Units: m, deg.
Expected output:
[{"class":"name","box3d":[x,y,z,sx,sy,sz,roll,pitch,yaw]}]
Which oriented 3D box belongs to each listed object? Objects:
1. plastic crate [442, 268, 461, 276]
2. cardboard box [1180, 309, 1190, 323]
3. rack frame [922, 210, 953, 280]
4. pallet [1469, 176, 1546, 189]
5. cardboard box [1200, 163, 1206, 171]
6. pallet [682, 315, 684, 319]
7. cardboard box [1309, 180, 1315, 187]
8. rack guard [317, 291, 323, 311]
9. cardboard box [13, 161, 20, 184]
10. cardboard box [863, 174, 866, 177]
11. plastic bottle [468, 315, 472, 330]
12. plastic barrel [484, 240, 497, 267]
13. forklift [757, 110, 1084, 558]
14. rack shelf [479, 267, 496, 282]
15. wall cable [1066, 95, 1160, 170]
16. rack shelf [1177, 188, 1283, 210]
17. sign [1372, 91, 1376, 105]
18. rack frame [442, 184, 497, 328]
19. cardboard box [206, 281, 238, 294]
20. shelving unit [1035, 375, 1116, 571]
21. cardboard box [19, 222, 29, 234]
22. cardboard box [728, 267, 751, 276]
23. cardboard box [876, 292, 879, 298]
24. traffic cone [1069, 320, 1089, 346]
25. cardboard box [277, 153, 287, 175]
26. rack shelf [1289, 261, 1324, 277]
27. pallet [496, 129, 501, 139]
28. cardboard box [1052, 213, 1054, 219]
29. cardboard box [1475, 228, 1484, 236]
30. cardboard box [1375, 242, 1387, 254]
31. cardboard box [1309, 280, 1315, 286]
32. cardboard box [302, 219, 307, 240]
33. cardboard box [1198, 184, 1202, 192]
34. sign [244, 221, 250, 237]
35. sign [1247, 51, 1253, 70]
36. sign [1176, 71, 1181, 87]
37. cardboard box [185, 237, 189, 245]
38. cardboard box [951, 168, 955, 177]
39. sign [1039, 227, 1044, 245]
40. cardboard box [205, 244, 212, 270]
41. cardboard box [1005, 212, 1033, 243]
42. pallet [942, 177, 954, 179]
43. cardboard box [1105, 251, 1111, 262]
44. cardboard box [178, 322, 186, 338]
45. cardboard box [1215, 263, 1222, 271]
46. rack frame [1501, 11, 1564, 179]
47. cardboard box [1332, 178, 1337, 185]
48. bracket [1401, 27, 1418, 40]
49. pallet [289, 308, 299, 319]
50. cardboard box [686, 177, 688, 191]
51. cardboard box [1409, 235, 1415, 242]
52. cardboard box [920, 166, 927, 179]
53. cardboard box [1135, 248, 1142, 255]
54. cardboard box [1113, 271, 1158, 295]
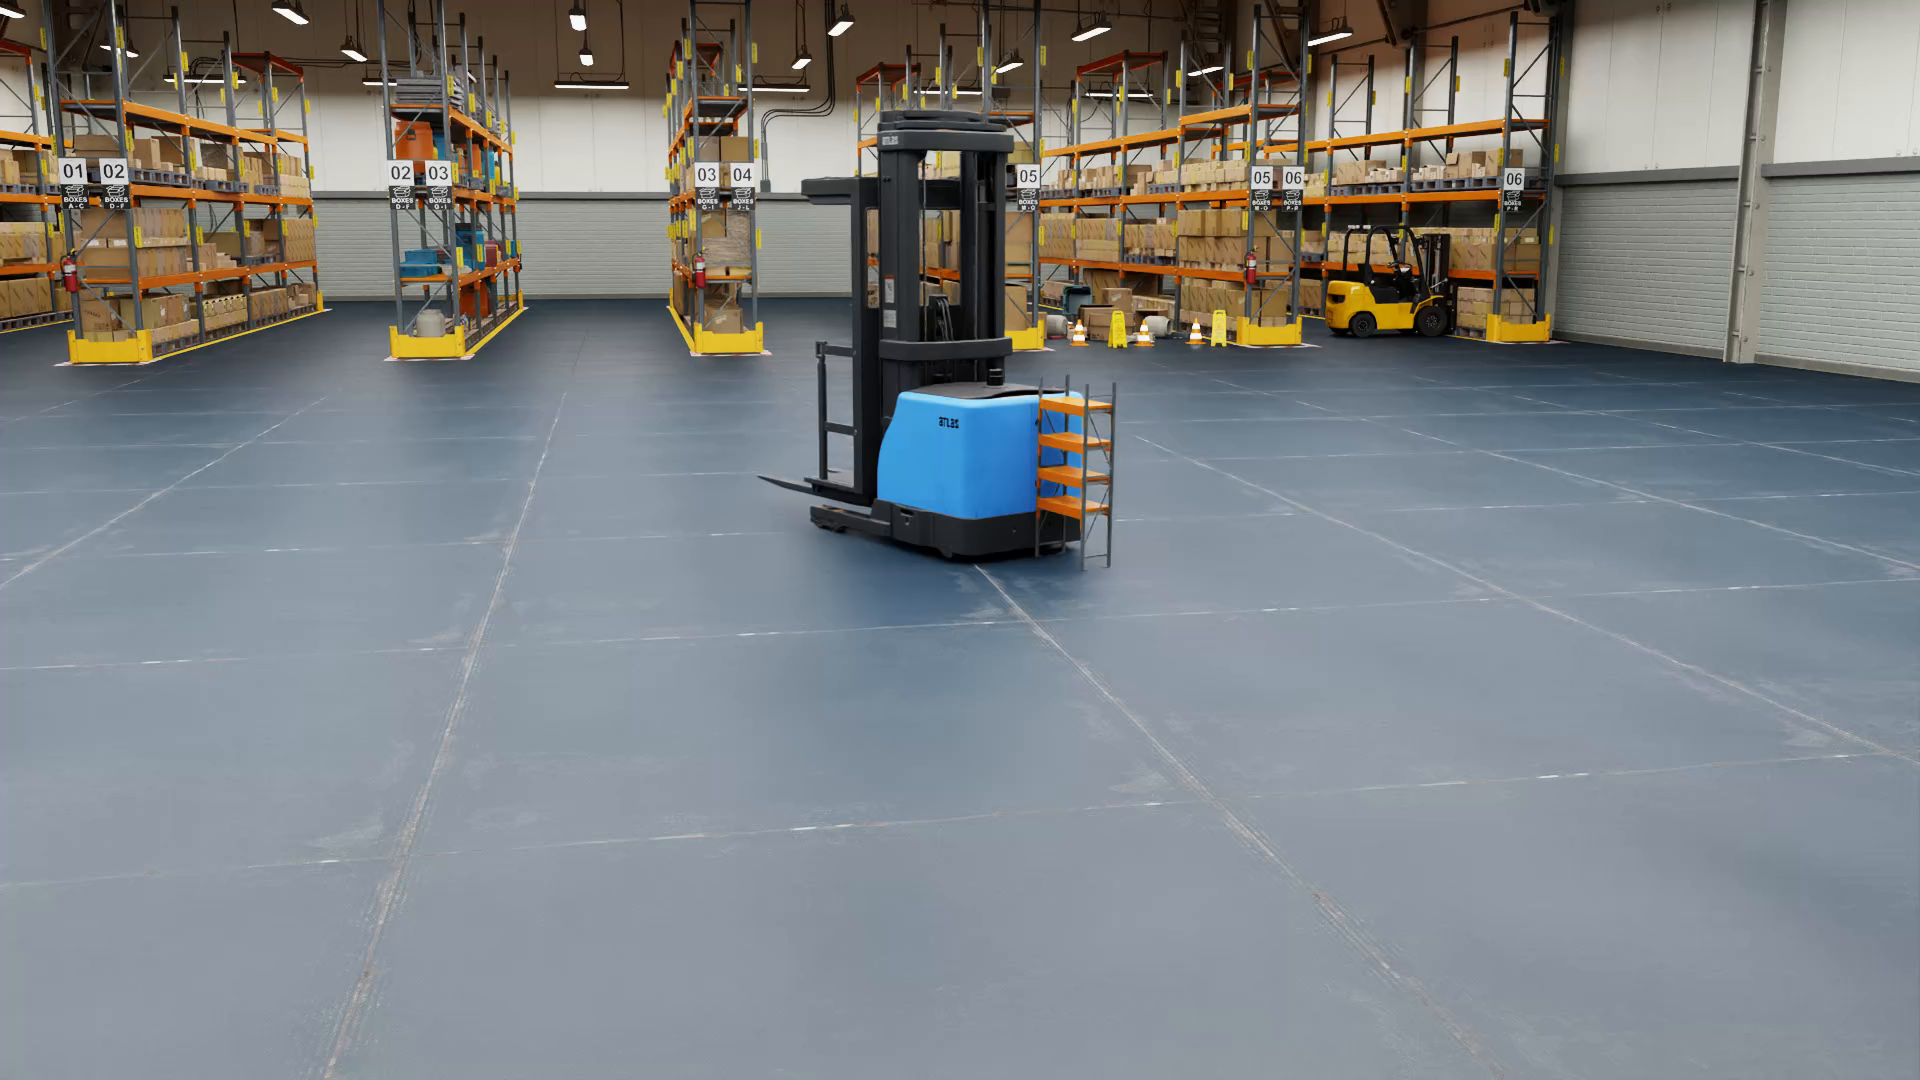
[{"class":"plastic crate","box3d":[-8.713,-4.593,28.511,0.298,0.136,0.250,-2,11,-11]},{"class":"cardboard box","box3d":[4.797,-4.558,33.854,0.500,0.250,0.500,-3,11,-14]},{"class":"rack frame","box3d":[-0.667,-6.356,37.068,1.000,3.000,0.127,-2,11,-11]},{"class":"pallet","box3d":[10.481,-6.829,31.768,1.003,0.211,1.213,-2,11,-11]},{"class":"cardboard box","box3d":[4.933,-7.305,32.570,0.380,0.149,0.250,-2,11,-13]},{"class":"pallet","box3d":[-6.106,-5.419,39.604,1.003,0.211,1.213,-2,11,-11]},{"class":"cardboard box","box3d":[8.584,-8.529,39.798,0.380,0.149,0.250,-2,11,-11]},{"class":"rack guard","box3d":[-16.811,-6.060,42.198,1.175,0.500,0.348,-2,11,-11]},{"class":"cardboard box","box3d":[-20.843,-7.961,36.033,0.700,0.500,0.500,-3,11,-14]},{"class":"cardboard box","box3d":[-2.323,-9.452,43.312,0.380,0.149,0.250,-2,11,-10]},{"class":"plastic bottle","box3d":[-9.215,-4.086,31.229,0.061,0.283,0.133,-2,11,-8]},{"class":"plastic barrel","box3d":[-10.023,-6.007,34.869,0.600,0.536,0.708,-2,11,-11]},{"class":"forklift","box3d":[-0.438,-1.546,11.978,1.130,2.935,3.031,-8,13,-36]},{"class":"rack shelf","box3d":[-10.021,-5.294,33.411,1.077,0.370,4.000,-2,11,-11]},{"class":"wall cable","box3d":[4.709,-12.142,51.320,2.988,3.039,0.133,-2,11,-11]},{"class":"rack shelf","box3d":[5.336,-6.574,32.116,1.077,0.370,4.000,-2,11,-11]},{"class":"sign","box3d":[9.581,-10.240,38.510,0.100,0.325,0.005,-2,11,-11]},{"class":"rack frame","box3d":[-10.410,-6.014,35.271,1.000,3.000,0.127,-2,11,-11]},{"class":"cardboard box","box3d":[-15.697,-5.364,35.361,0.500,0.250,0.500,-2,11,-9]},{"class":"shelving unit","box3d":[0.744,-0.444,10.789,0.258,1.200,0.503,-7,14,-33]},{"class":"cardboard box","box3d":[-20.375,-6.697,35.737,0.500,0.250,0.500,-2,11,-10]},{"class":"cardboard box","box3d":[-3.817,-4.664,28.853,0.380,0.149,0.250,-2,11,-11]},{"class":"cardboard box","box3d":[-1.883,-6.137,41.623,0.380,0.149,0.250,-3,11,-14]},{"class":"traffic cone","box3d":[2.179,-3.792,30.379,0.336,0.463,0.334,-2,11,-11]},{"class":"cardboard box","box3d":[-16.138,-8.767,38.770,0.700,0.500,0.500,-2,11,-11]},{"class":"rack shelf","box3d":[8.648,-6.749,41.058,1.077,0.370,4.000,-2,11,-11]},{"class":"pallet","box3d":[-10.997,-9.255,37.828,1.003,0.211,1.213,-2,11,-11]},{"class":"cardboard box","box3d":[2.648,-8.567,44.009,0.380,0.149,0.250,-2,11,-10]},{"class":"cardboard box","box3d":[10.161,-5.932,32.040,0.380,0.149,0.250,-2,11,-10]},{"class":"cardboard box","box3d":[9.362,-6.349,36.095,0.500,0.250,0.500,-2,11,-12]},{"class":"cardboard box","box3d":[8.609,-6.163,39.882,0.380,0.149,0.250,-3,11,-14]},{"class":"cardboard box","box3d":[-16.265,-7.583,40.573,0.500,0.500,0.500,-2,11,-9]},{"class":"cardboard box","box3d":[4.929,-6.966,32.923,0.380,0.149,0.250,-2,11,-9]},{"class":"sign","box3d":[-14.726,-6.424,34.330,0.100,0.325,0.005,-2,11,-11]},{"class":"sign","box3d":[5.177,-8.555,29.653,0.100,0.325,0.005,-2,11,-11]},{"class":"sign","box3d":[4.404,-9.283,33.482,0.100,0.325,0.005,-2,11,-11]},{"class":"cardboard box","box3d":[-14.229,-5.427,30.183,0.380,0.149,0.250,-2,11,-11]},{"class":"cardboard box","box3d":[0.048,-6.962,31.512,0.380,0.149,0.250,-2,11,-12]},{"class":"sign","box3d":[1.435,-5.372,29.371,0.100,0.325,0.005,-2,11,-11]},{"class":"cardboard box","box3d":[-14.825,-5.480,32.198,0.500,0.500,0.500,-2,11,-11]},{"class":"cardboard box","box3d":[0.855,-5.562,29.609,0.875,0.550,0.550,-2,11,-11]},{"class":"pallet","box3d":[0.260,-6.902,32.151,1.003,0.211,1.213,-2,11,-11]},{"class":"cardboard box","box3d":[3.701,-6.657,39.052,0.500,0.250,0.500,-2,11,-10]},{"class":"cardboard box","box3d":[-13.988,-3.696,29.324,0.500,0.250,0.500,-2,11,-11]},{"class":"cardboard box","box3d":[5.125,-5.257,31.964,0.380,0.149,0.250,-2,11,-12]},{"class":"rack frame","box3d":[10.593,-8.216,30.793,1.000,3.000,0.127,-2,11,-11]},{"class":"cardboard box","box3d":[8.807,-8.275,38.362,0.380,0.166,0.250,-2,11,-11]},{"class":"bracket","box3d":[9.907,-11.156,36.614,0.235,0.232,0.430,-2,11,-11]},{"class":"pallet","box3d":[-16.180,-5.324,39.106,1.003,0.211,1.213,-2,11,-11]},{"class":"cardboard box","box3d":[-4.937,-6.769,31.614,0.500,0.250,0.500,-3,11,-13]},{"class":"cardboard box","box3d":[9.619,-6.302,34.781,0.380,0.149,0.250,-2,11,-12]},{"class":"cardboard box","box3d":[-0.544,-7.714,35.030,0.500,0.311,0.500,-2,11,-12]},{"class":"cardboard box","box3d":[4.113,-6.415,36.926,0.380,0.149,0.250,-2,11,-11]},{"class":"cardboard box","box3d":[4.116,-5.847,38.952,0.875,0.875,0.875,-2,11,-12]}]
